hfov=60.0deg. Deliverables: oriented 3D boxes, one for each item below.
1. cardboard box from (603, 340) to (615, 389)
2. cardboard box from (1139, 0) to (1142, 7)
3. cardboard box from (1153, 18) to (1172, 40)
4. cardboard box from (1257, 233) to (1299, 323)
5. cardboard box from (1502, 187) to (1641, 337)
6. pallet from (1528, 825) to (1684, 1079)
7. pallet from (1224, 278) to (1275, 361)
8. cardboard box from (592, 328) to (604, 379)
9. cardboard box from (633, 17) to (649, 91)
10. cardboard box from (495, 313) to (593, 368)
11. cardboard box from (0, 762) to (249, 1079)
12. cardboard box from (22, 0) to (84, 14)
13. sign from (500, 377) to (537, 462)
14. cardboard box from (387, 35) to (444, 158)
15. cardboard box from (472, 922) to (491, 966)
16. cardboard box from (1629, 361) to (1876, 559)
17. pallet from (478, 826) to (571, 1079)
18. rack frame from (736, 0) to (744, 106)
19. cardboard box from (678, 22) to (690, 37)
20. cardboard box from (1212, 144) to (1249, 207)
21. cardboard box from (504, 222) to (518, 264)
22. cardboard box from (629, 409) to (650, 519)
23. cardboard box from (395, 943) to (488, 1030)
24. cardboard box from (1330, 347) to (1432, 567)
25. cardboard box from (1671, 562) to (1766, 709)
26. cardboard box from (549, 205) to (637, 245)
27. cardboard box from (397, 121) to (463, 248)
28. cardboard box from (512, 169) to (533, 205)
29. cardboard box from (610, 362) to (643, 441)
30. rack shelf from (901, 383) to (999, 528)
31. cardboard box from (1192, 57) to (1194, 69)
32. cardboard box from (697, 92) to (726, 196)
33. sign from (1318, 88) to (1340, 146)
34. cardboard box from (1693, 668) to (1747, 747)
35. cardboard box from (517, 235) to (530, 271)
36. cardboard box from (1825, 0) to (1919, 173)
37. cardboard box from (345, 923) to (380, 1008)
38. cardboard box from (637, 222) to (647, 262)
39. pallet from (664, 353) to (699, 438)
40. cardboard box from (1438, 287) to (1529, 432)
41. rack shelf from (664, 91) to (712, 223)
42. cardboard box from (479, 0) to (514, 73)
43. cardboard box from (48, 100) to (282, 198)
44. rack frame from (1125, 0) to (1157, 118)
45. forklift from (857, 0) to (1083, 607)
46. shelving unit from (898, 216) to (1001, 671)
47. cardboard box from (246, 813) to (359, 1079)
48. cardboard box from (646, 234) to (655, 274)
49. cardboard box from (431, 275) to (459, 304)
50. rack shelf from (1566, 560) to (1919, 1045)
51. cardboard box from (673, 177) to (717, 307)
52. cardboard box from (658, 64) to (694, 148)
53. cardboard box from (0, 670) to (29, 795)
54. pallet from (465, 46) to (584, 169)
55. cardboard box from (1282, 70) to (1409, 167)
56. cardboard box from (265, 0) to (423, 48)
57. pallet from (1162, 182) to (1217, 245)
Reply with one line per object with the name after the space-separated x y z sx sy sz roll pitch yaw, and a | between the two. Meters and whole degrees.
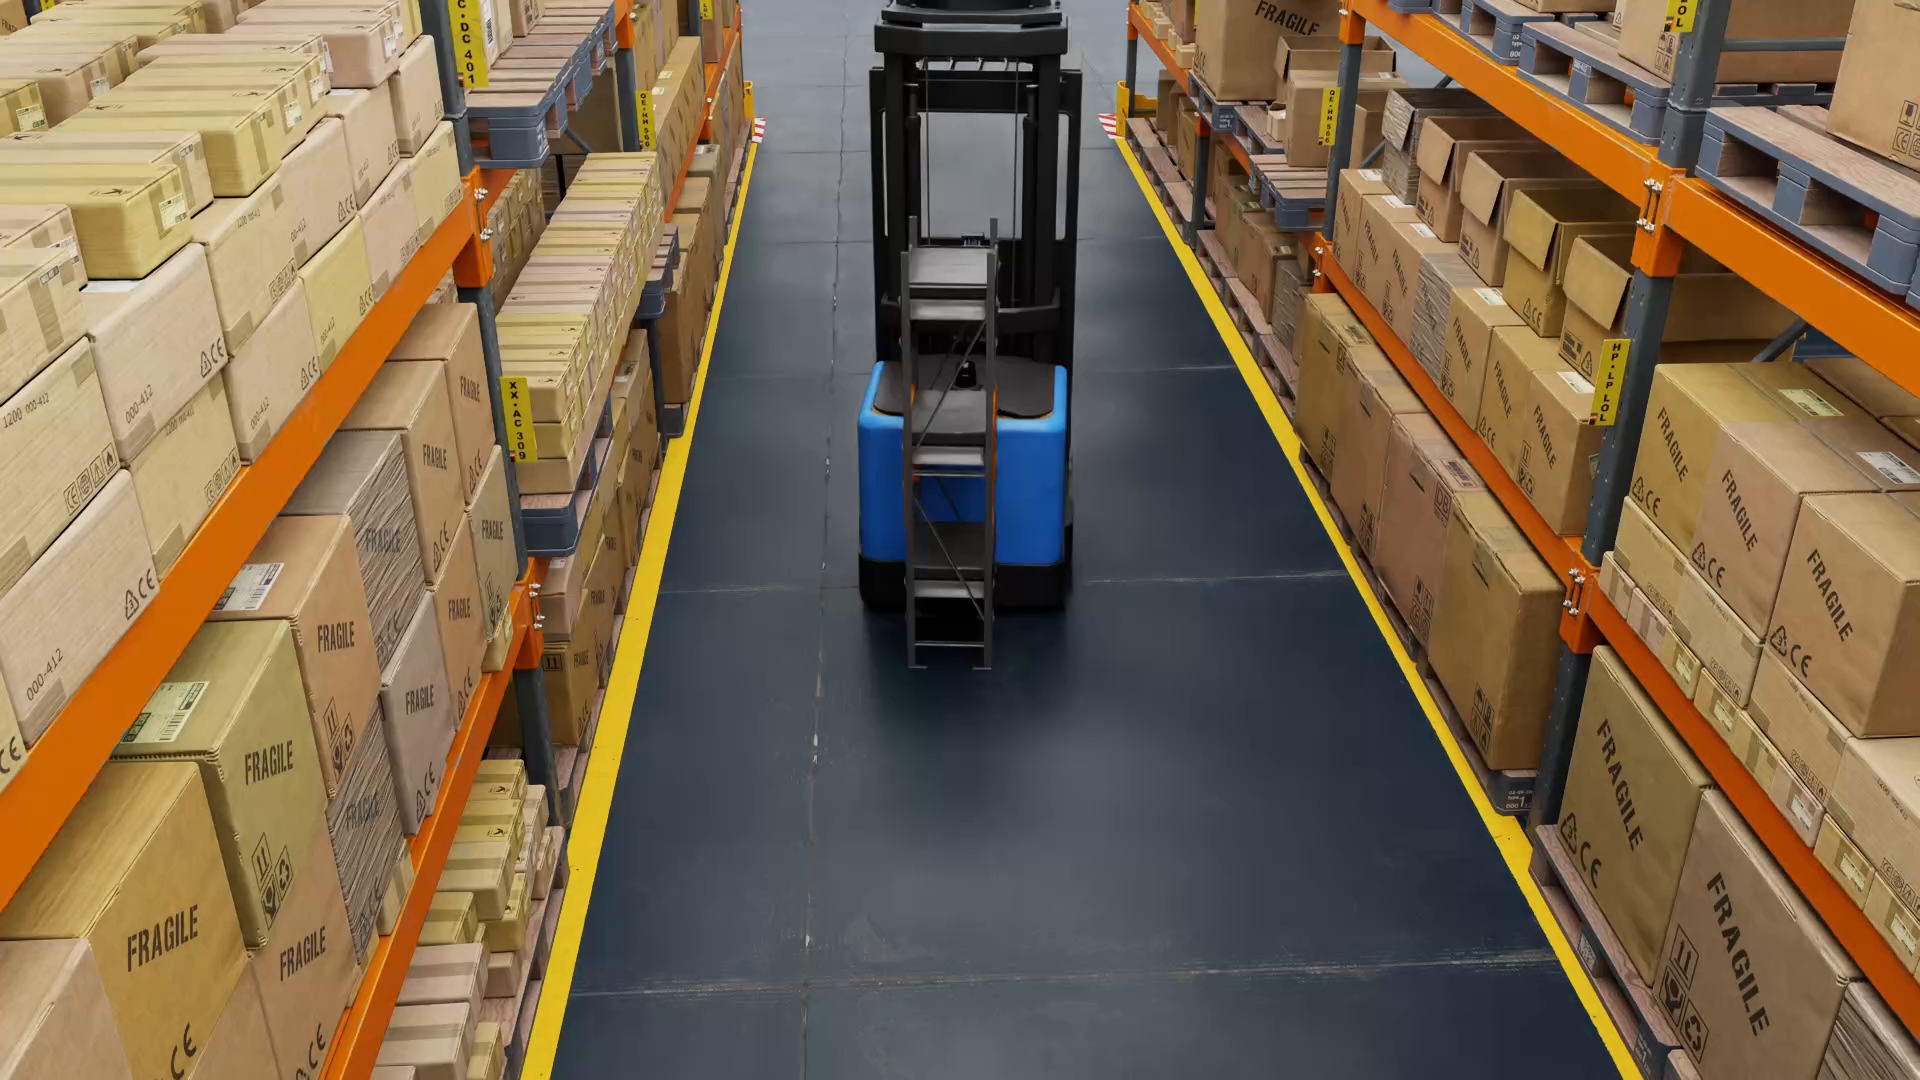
-1.723 -0.769 7.299 0.380 0.149 0.250 -3 28 -5 | cardboard box
2.002 -5.391 16.613 0.380 0.149 0.250 -1 28 -3 | cardboard box
1.983 -4.695 15.281 0.380 0.149 0.250 -1 28 -3 | cardboard box
2.510 -1.858 11.796 0.700 0.500 0.500 1 28 2 | cardboard box
2.786 -1.199 7.112 0.797 0.503 0.637 -1 28 -2 | cardboard box
2.813 1.492 6.161 1.003 0.211 1.213 -1 28 -3 | pallet
2.543 -1.631 12.150 1.003 0.211 1.213 -1 28 -3 | pallet
-1.711 -0.783 7.004 0.380 0.149 0.250 -3 28 -5 | cardboard box
-2.386 -3.037 10.641 0.700 0.500 0.500 -2 28 -3 | cardboard box
-1.699 -0.803 6.720 0.380 0.149 0.250 -1 28 -2 | cardboard box
-1.689 0.757 3.045 0.500 0.500 0.500 -1 28 -1 | cardboard box
-7.269 -4.381 12.895 0.700 0.500 0.500 -2 28 -3 | cardboard box
-1.565 -0.425 5.885 0.100 0.325 0.005 -1 28 -3 | sign
-1.829 -1.303 4.882 0.500 0.250 0.500 -3 28 -5 | cardboard box
-1.799 1.425 5.580 0.380 0.149 0.250 -1 28 -2 | cardboard box
2.621 -0.268 5.550 0.500 0.500 0.500 -1 28 -3 | cardboard box
-2.036 1.521 6.105 1.003 0.211 1.213 -1 28 -3 | pallet
-2.733 -5.566 16.679 1.000 3.000 0.127 -1 28 -3 | rack frame
-2.556 -3.956 13.428 0.875 0.550 0.550 -1 28 -3 | cardboard box
2.453 -3.056 14.114 0.500 0.500 0.500 -2 28 -4 | cardboard box
-2.444 -1.485 8.350 0.380 0.149 0.250 -1 28 -2 | cardboard box
-1.997 -0.412 9.045 0.500 0.500 0.500 0 28 -1 | cardboard box
-1.713 1.424 5.261 0.380 0.149 0.250 -3 28 -5 | cardboard box
2.697 -0.458 8.728 1.225 0.875 0.875 -1 28 -2 | cardboard box
2.636 0.290 5.291 0.500 0.250 0.500 -2 28 -3 | cardboard box
-1.783 -1.523 8.101 0.380 0.149 0.250 -1 28 -3 | cardboard box
-1.811 -1.068 4.972 0.500 0.250 0.500 -1 28 -1 | cardboard box
-2.468 -1.868 8.762 0.380 0.149 0.250 -2 28 -4 | cardboard box
-1.981 -0.740 8.862 0.500 0.250 0.500 -1 28 -2 | cardboard box
-0.040 -0.401 7.767 0.431 0.518 0.480 1 29 2 | rack shelf
2.126 -3.889 13.734 0.380 0.149 0.250 -1 28 -3 | cardboard box
-2.487 -3.255 14.091 0.875 0.875 0.875 -1 28 -2 | cardboard box
2.102 -2.406 9.452 0.100 0.325 0.005 -1 28 -3 | sign
2.579 0.523 5.276 0.380 0.149 0.250 -2 28 -4 | cardboard box
-2.465 -1.487 8.674 0.380 0.149 0.250 0 28 0 | cardboard box
2.953 -1.342 4.666 0.700 0.500 0.500 -3 28 -6 | cardboard box
-1.720 1.057 4.250 0.380 0.149 0.250 0 28 -1 | cardboard box
-1.790 -1.501 8.380 0.380 0.149 0.250 -1 28 -3 | cardboard box
-2.281 -1.001 10.941 1.003 0.211 1.213 -1 28 -3 | pallet
2.501 -0.821 7.473 0.500 0.500 0.500 -2 28 -3 | cardboard box
-2.420 -2.476 11.532 1.077 0.370 4.000 -1 28 -3 | rack shelf
-1.943 -1.913 6.072 0.500 0.311 0.500 -2 28 -3 | cardboard box
-1.690 -0.835 3.555 0.380 0.149 0.250 -2 28 -4 | cardboard box
2.225 -5.639 16.819 1.000 3.000 0.127 -1 28 -3 | rack frame
0.097 -1.605 9.158 1.130 2.935 3.031 2 28 3 | forklift
-0.040 -0.413 7.760 0.431 2.100 0.503 1 29 2 | shelving unit
-1.712 0.959 3.737 0.500 0.500 0.500 -1 28 -2 | cardboard box
-1.806 -1.496 8.693 0.380 0.149 0.250 -1 28 -2 | cardboard box
-2.372 -1.022 7.140 0.380 0.149 0.250 -2 28 -4 | cardboard box
2.956 1.145 4.589 1.077 0.370 4.000 -1 28 -3 | rack shelf
-2.356 -2.178 12.160 1.050 0.750 0.750 -1 28 -3 | cardboard box
-2.177 -3.062 11.769 0.500 0.500 0.500 -1 28 -2 | cardboard box
-1.666 0.346 2.262 0.500 0.250 0.500 0 28 -1 | cardboard box
-2.033 -1.559 5.955 1.213 0.211 1.003 -1 28 -3 | pallet
2.446 -2.679 10.581 0.700 0.500 0.500 3 28 5 | cardboard box
-1.817 -1.549 4.922 0.380 0.149 0.250 -3 28 -5 | cardboard box
2.364 -2.865 14.515 1.003 0.211 1.213 -1 28 -3 | pallet
